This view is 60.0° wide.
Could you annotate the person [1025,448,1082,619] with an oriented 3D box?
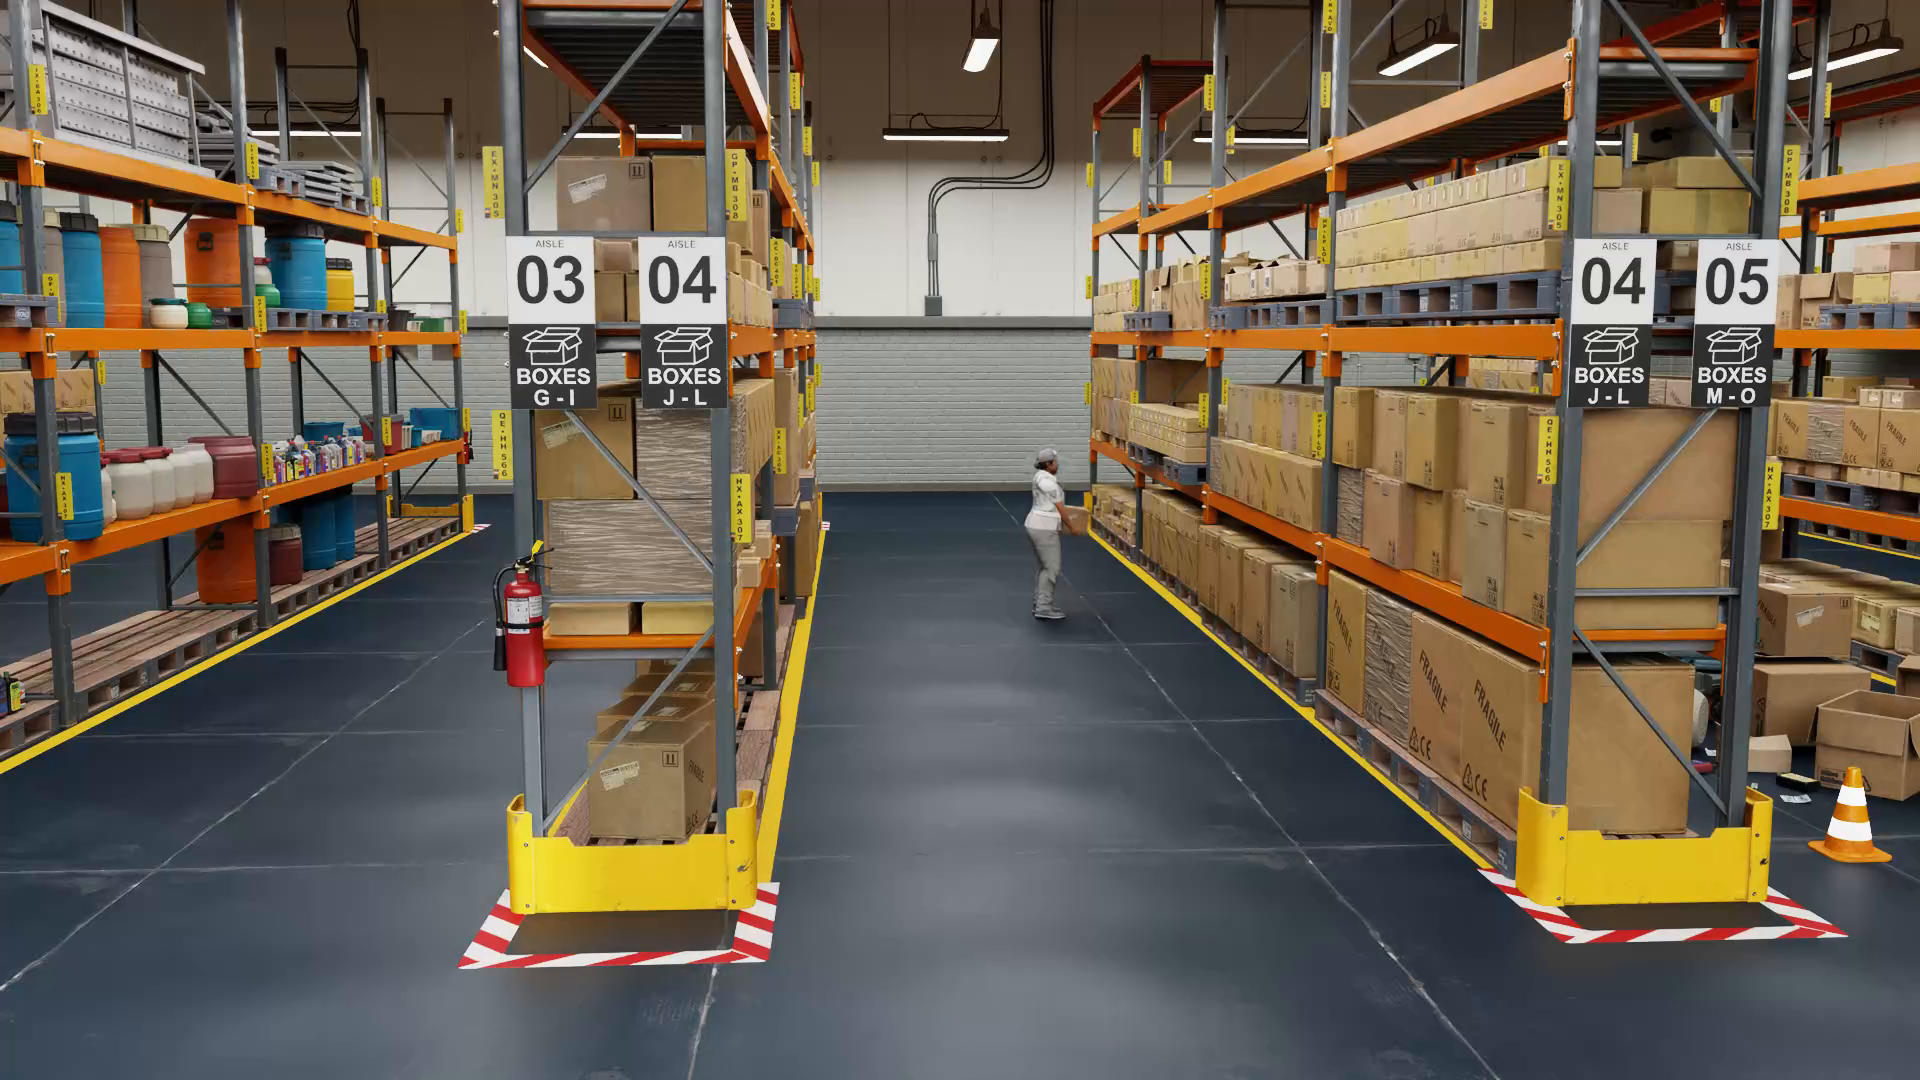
[{"bbox_3d":[0.914,-0.070,16.365,0.549,1.663,0.452,-1,7,-5],"label":"person"}]
